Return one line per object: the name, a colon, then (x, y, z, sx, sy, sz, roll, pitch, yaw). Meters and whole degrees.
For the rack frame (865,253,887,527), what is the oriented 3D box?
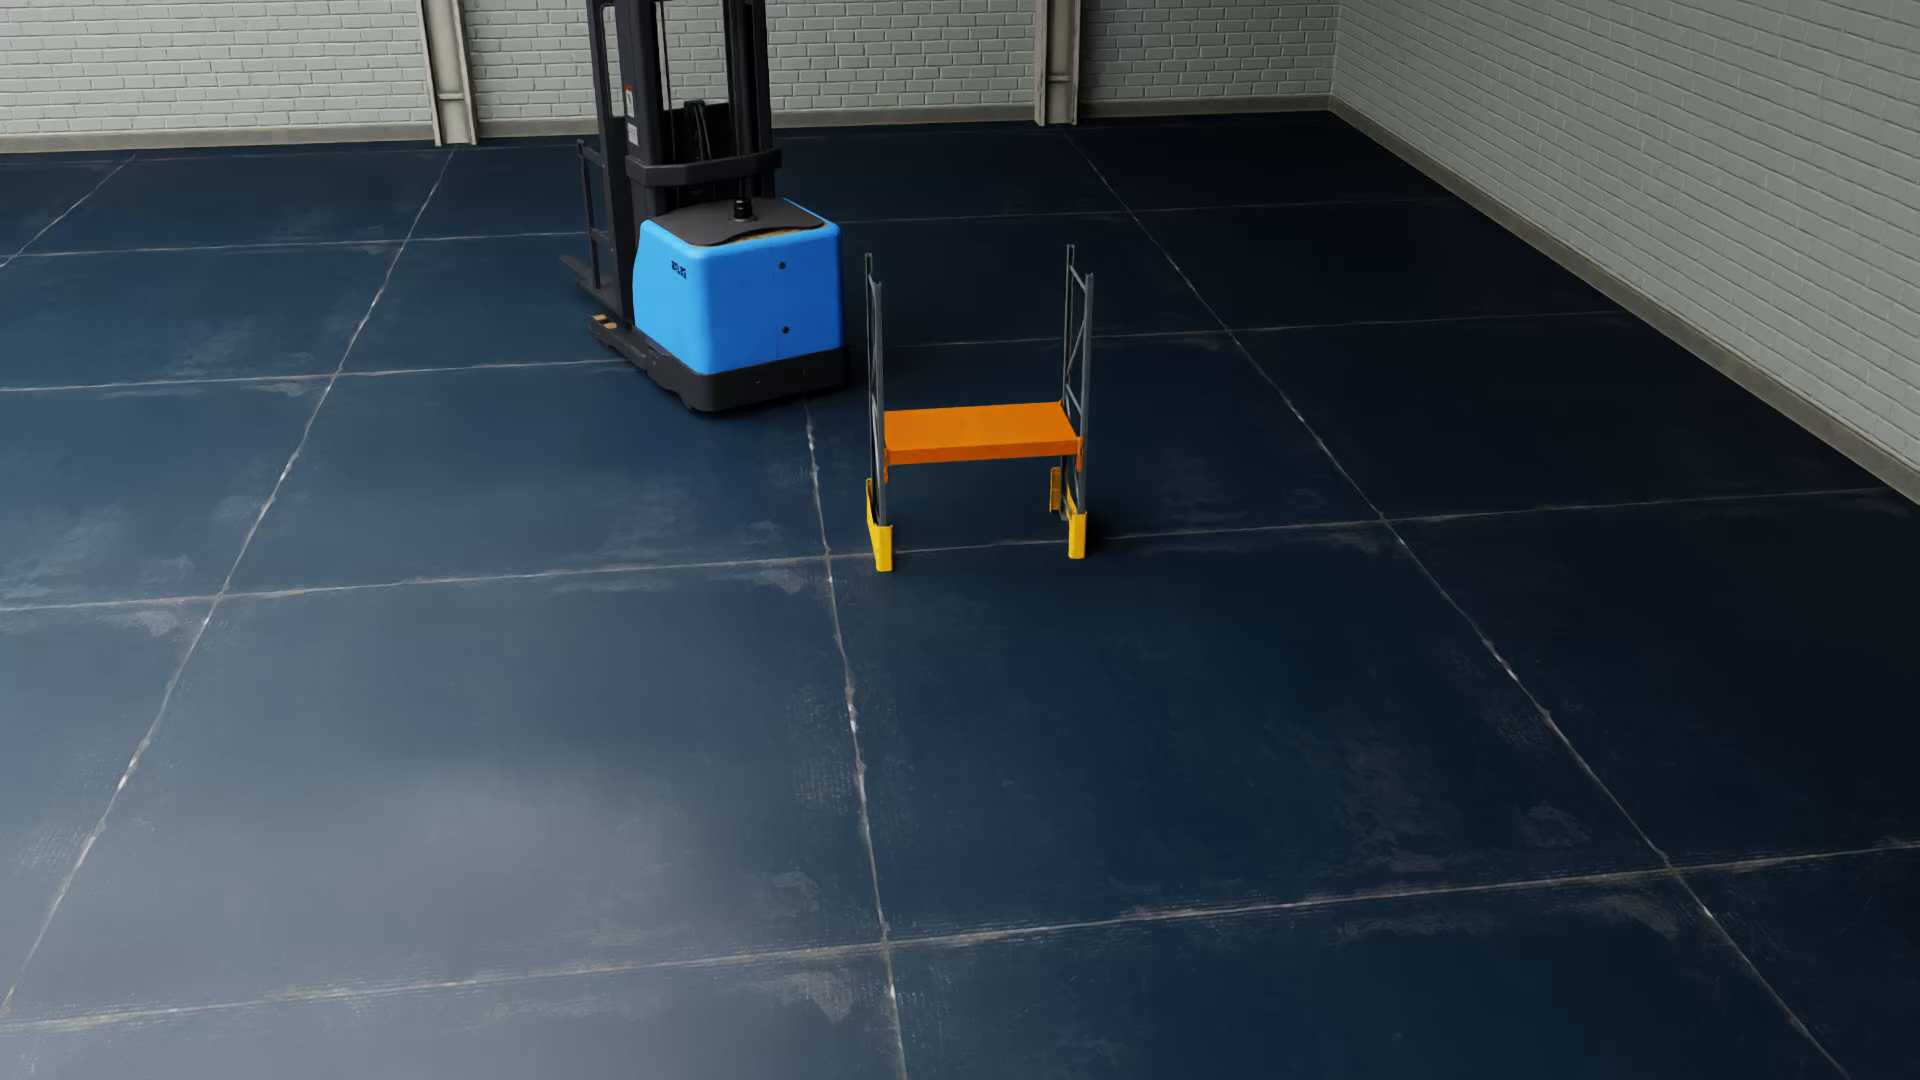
rack frame: (-0.419, -0.640, 8.355, 0.032, 1.500, 0.500, -4, 27, -7)

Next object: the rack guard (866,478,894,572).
rack guard: (-0.418, -0.084, 8.641, 0.087, 0.250, 0.587, -4, 27, -7)

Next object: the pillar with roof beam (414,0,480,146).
pillar with roof beam: (-4.354, -5.993, 10.573, 0.400, 9.000, 9.100, -4, 27, -7)

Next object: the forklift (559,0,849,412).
forklift: (-1.907, -2.714, 10.830, 1.130, 2.935, 3.031, -16, 31, -28)

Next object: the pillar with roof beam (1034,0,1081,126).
pillar with roof beam: (1.587, -6.375, 11.317, 0.400, 9.000, 9.100, -4, 27, -7)

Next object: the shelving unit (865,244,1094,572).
shelving unit: (0.075, -0.672, 8.417, 1.083, 1.500, 0.587, -4, 27, -7)

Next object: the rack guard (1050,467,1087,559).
rack guard: (0.569, -0.148, 8.764, 0.087, 0.250, 0.587, -4, 27, -7)

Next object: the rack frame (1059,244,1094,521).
rack frame: (0.588, -0.705, 8.481, 0.032, 1.500, 0.500, -4, 27, -7)

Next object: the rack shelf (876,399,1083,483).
rack shelf: (0.084, -0.513, 8.500, 1.000, 0.185, 0.538, -4, 27, -7)
